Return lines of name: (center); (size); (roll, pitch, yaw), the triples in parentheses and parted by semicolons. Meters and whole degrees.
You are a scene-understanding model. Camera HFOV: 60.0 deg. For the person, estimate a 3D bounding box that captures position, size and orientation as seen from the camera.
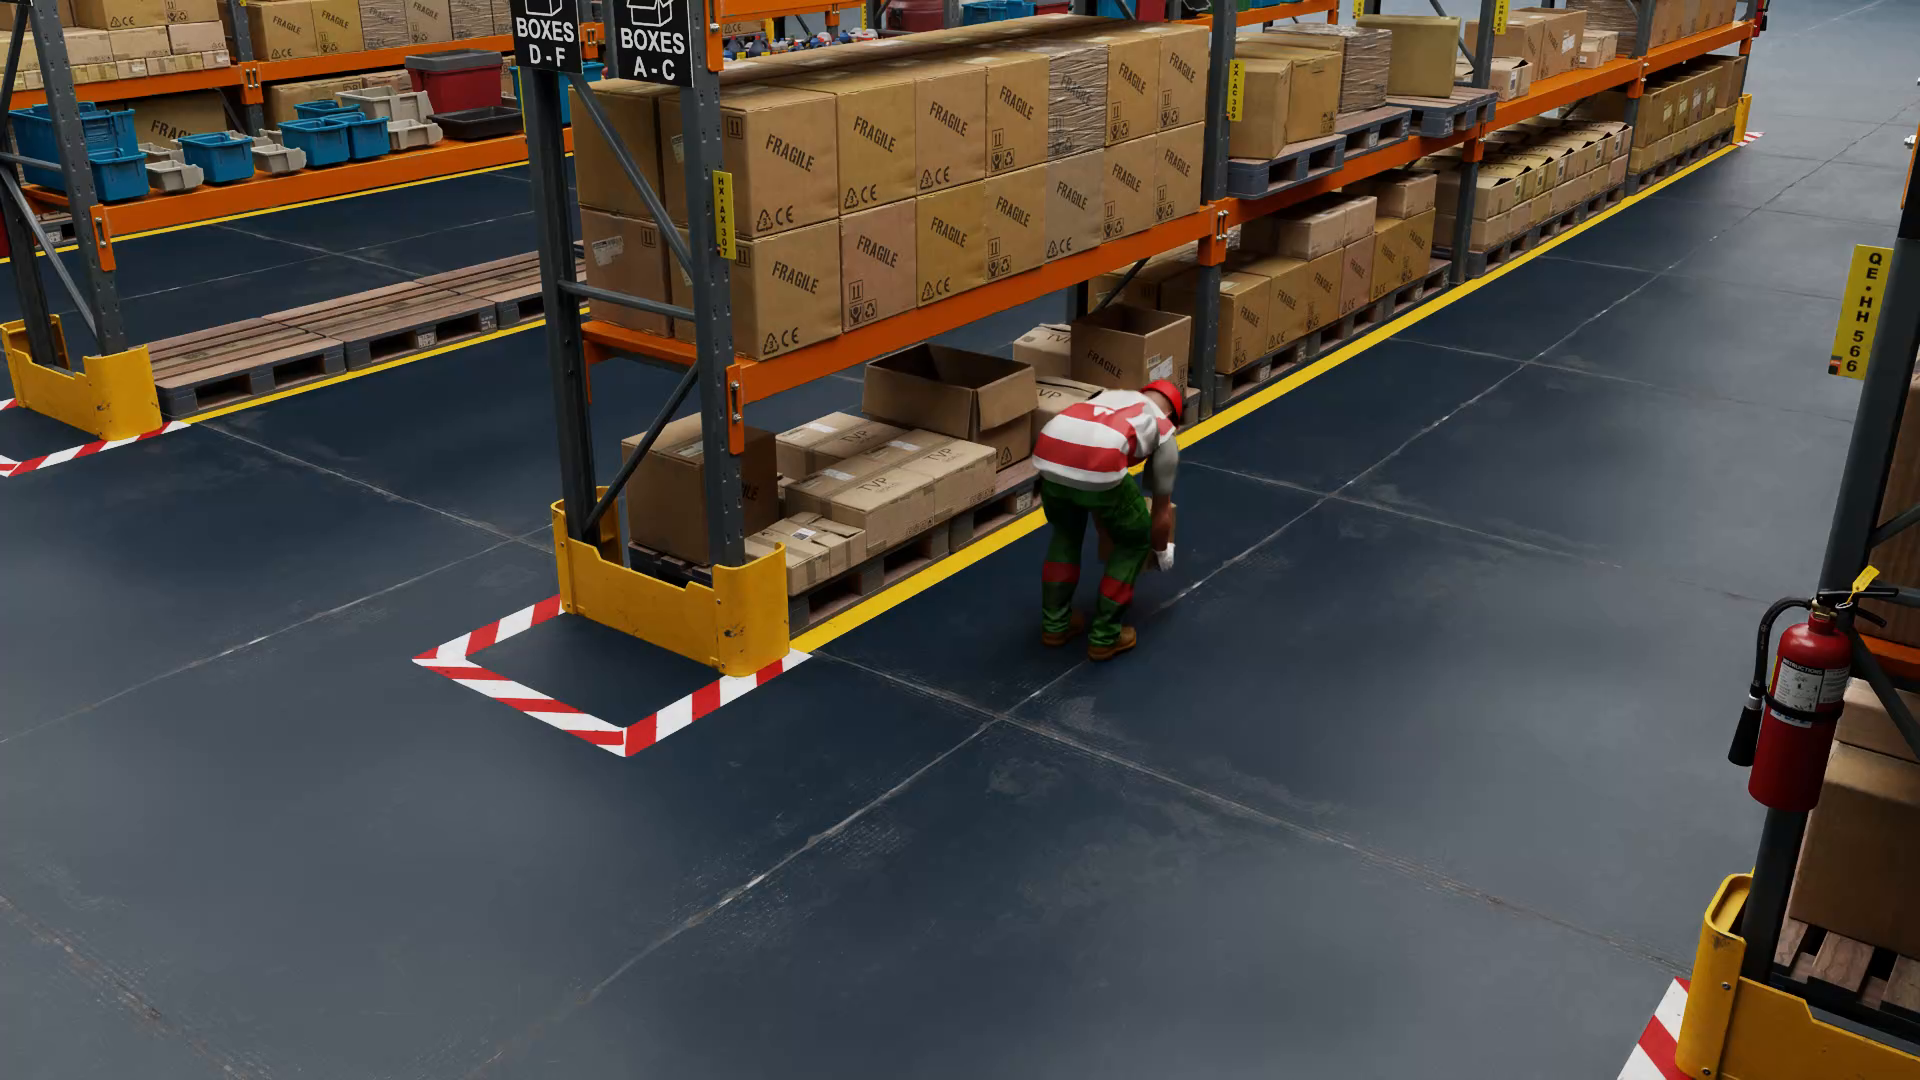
person: (0.681, -0.126, 7.231); (0.506, 1.095, 0.959); (15, 28, 32)
